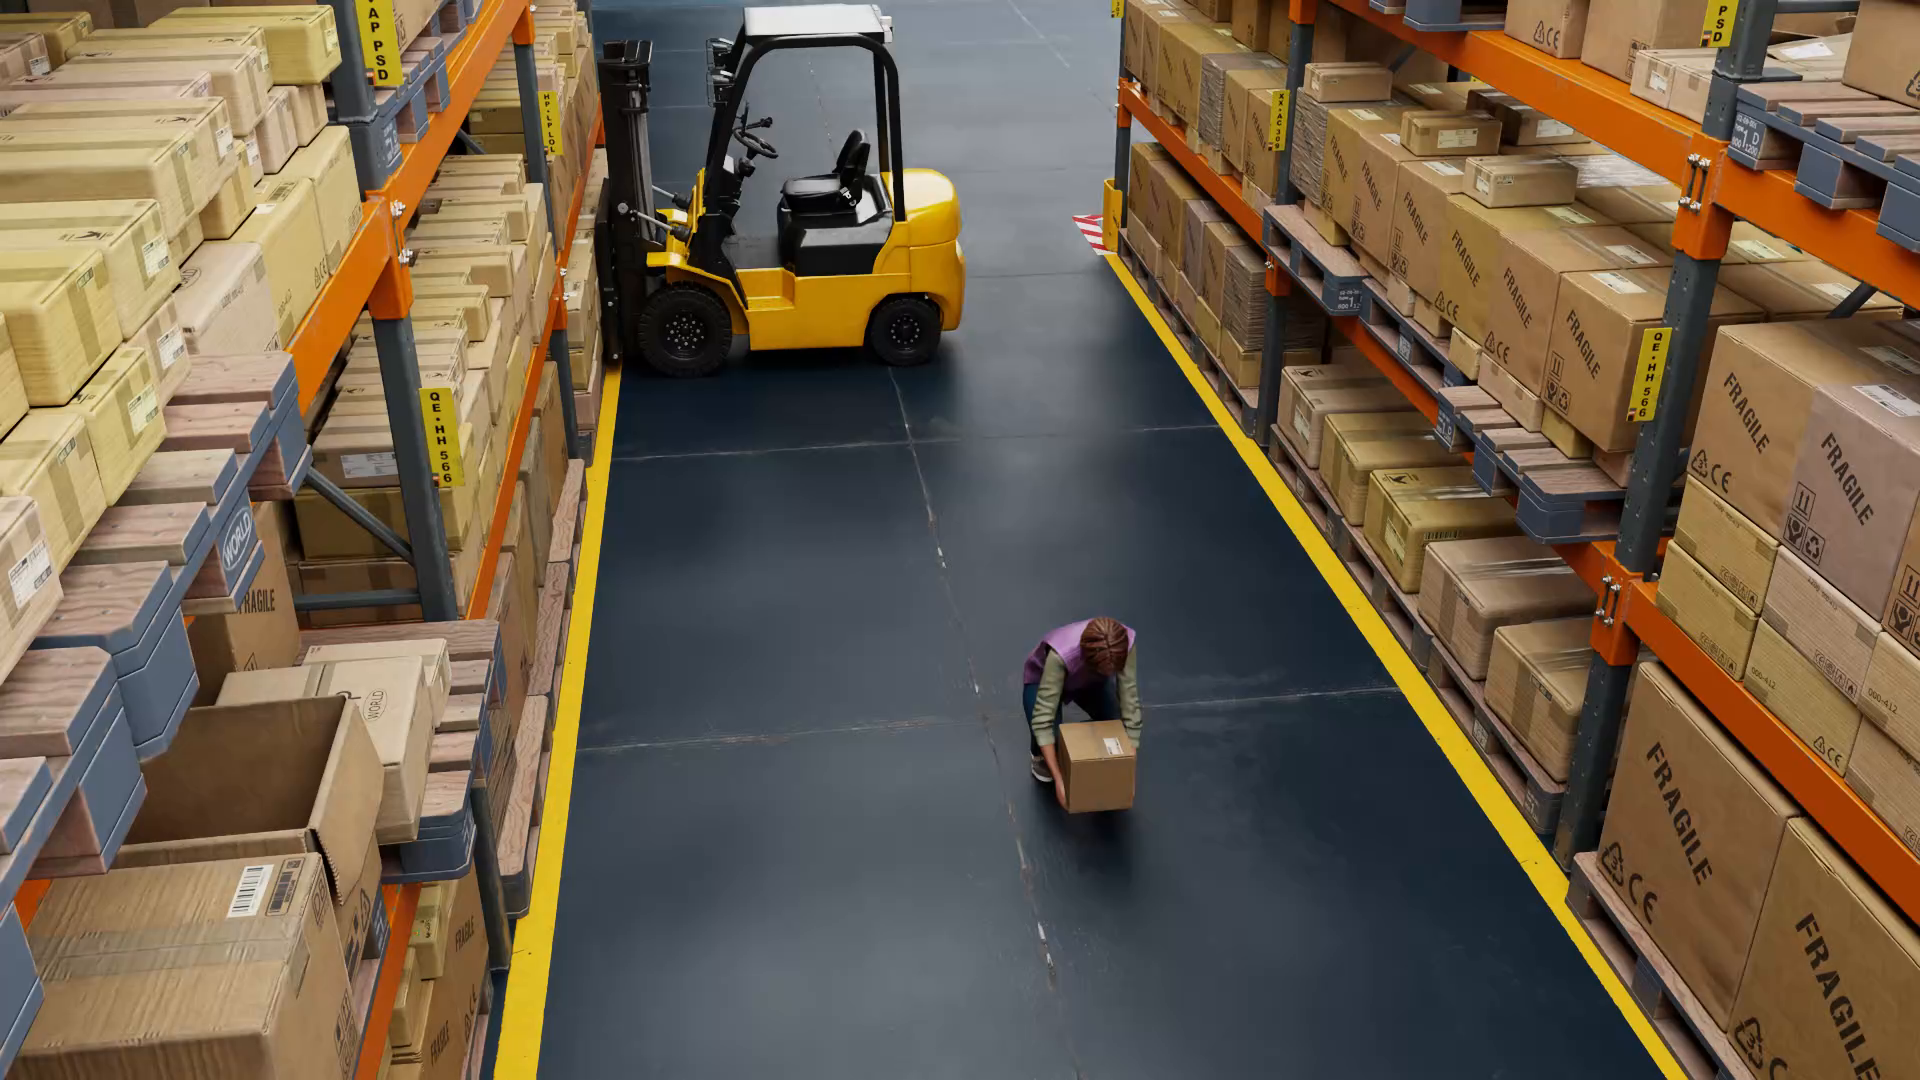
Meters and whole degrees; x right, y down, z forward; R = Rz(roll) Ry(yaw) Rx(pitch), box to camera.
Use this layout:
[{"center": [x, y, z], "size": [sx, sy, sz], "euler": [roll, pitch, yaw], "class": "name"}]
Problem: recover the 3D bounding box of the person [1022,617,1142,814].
[{"center": [0.481, 0.629, 6.709], "size": [0.453, 0.880, 0.808], "euler": [-4, 28, -7], "class": "person"}]
